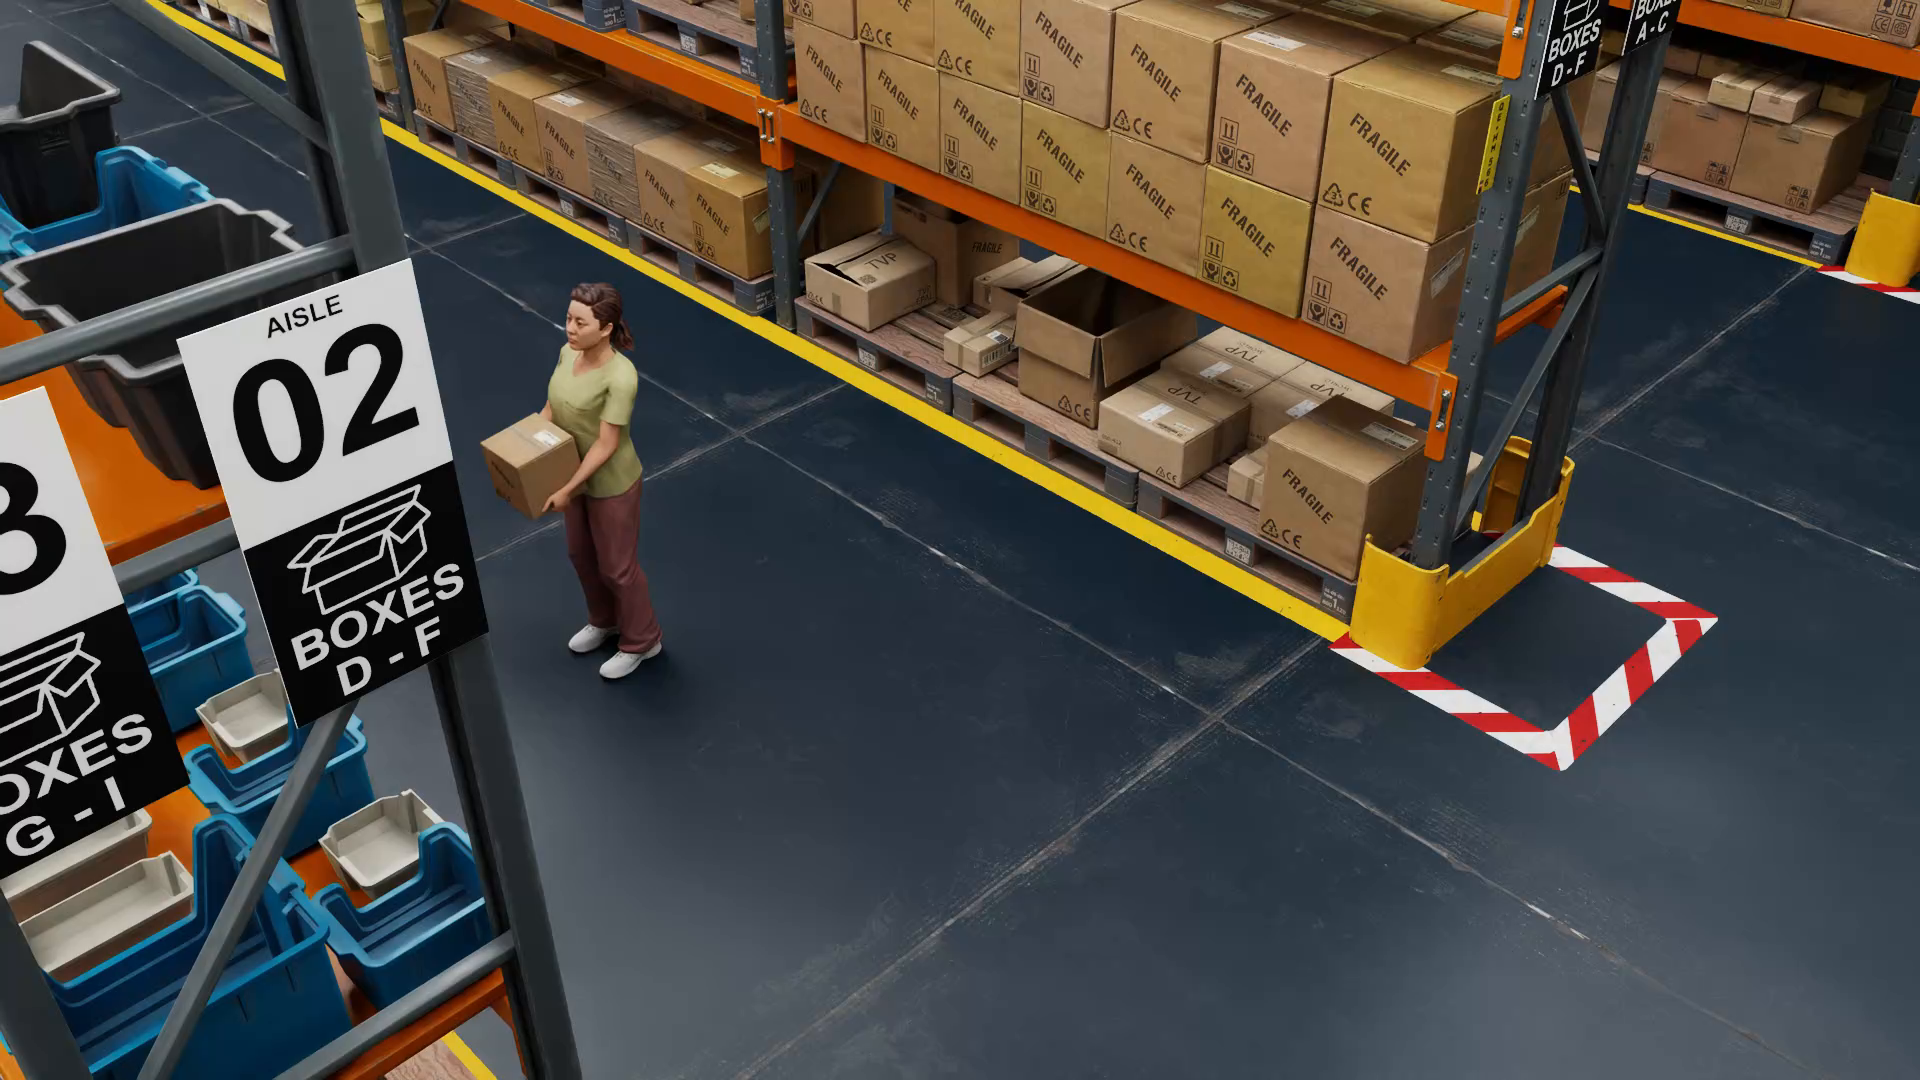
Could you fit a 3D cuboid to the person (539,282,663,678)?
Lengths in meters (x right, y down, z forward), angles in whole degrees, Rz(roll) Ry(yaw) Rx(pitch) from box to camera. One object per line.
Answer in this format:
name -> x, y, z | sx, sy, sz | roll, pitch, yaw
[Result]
person -> -1.440, -0.198, 6.440 | 0.428, 1.654, 0.552 | 30, 45, 35
